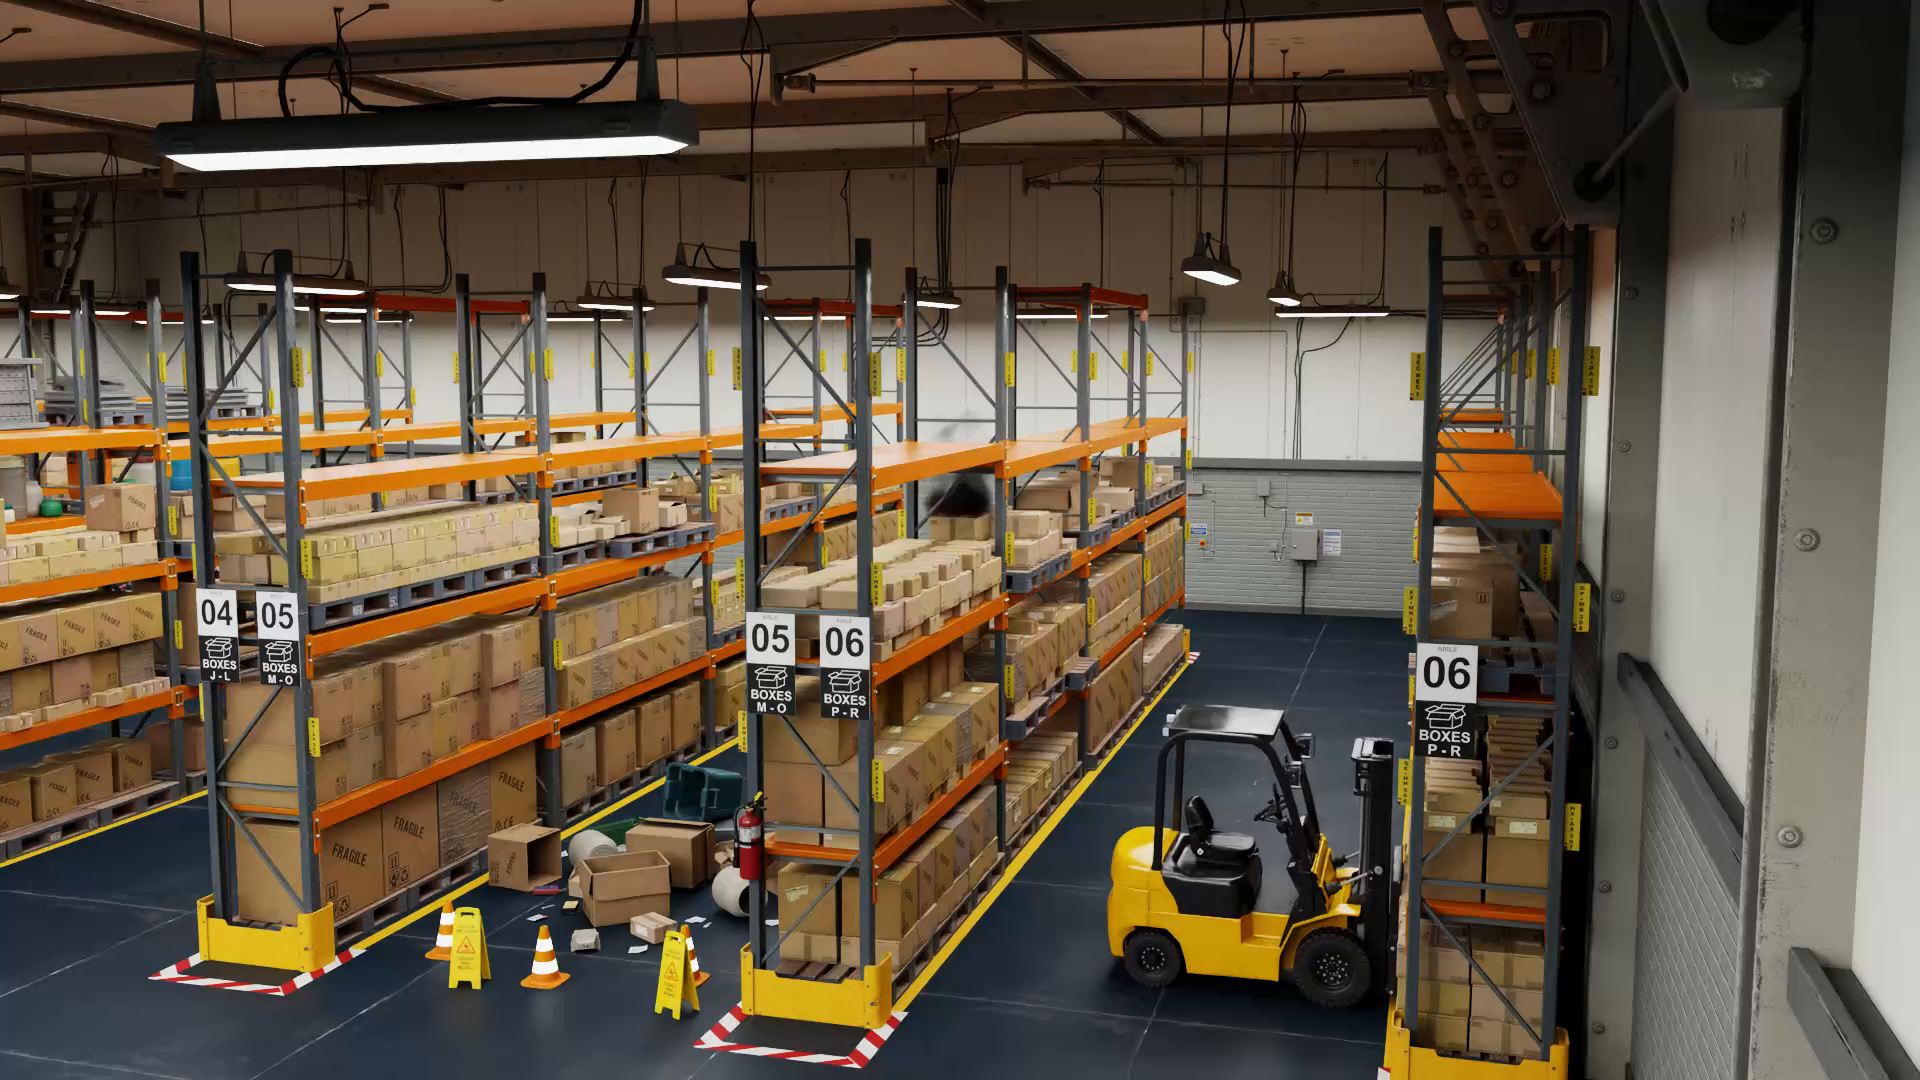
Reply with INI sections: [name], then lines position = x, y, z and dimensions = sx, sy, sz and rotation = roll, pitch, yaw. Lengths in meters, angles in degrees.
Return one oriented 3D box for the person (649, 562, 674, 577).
[person]
position = -5.101, 1.134, 28.247
dimensions = 0.660, 1.702, 0.968
rotation = 1, 7, 11
